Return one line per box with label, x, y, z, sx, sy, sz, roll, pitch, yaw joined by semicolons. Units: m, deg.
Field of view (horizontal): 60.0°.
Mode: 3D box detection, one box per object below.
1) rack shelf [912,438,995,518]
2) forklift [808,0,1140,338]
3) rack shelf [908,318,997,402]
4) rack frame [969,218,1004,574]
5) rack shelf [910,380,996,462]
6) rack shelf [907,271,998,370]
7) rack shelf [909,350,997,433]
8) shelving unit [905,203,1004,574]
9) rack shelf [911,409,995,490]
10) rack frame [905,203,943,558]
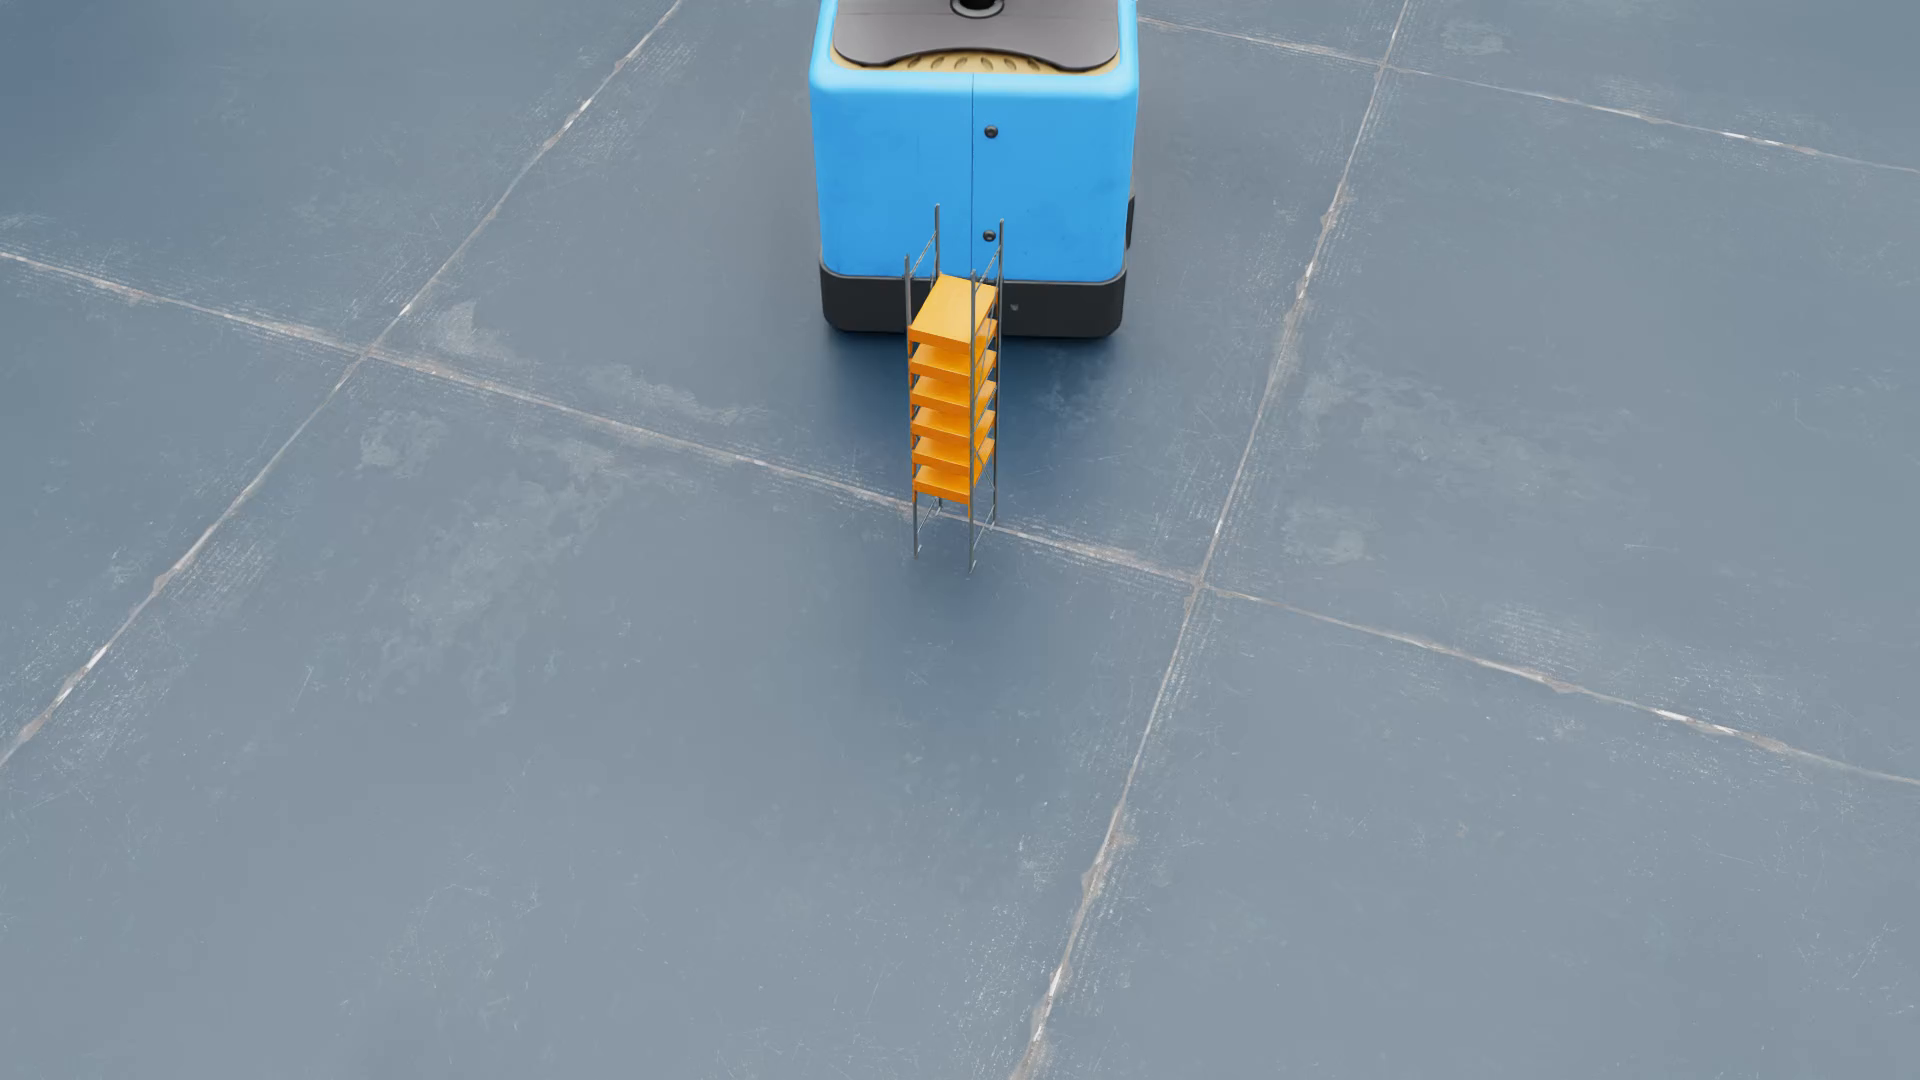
rack shelf;-0.014;-0.210;5.015;0.180;0.103;0.258;16;51;13
forklift;0.102;-2.770;5.711;1.130;2.935;3.031;2;49;2
rack shelf;-0.014;-0.525;4.652;0.180;0.103;0.258;16;51;13
rack frame;0.072;-0.373;4.779;0.006;1.200;0.240;16;51;13
rack shelf;-0.014;-0.368;4.833;0.180;0.103;0.258;16;51;13
rack shelf;-0.014;-0.603;4.561;0.180;0.103;0.258;16;51;13
rack shelf;-0.014;-0.446;4.743;0.180;0.103;0.258;16;51;13
shelving unit;-0.014;-0.397;4.800;0.189;1.200;0.258;16;51;13
rack shelf;-0.014;-0.289;4.924;0.180;0.103;0.258;16;51;13
rack frame;-0.099;-0.421;4.821;0.006;1.200;0.240;16;51;13
